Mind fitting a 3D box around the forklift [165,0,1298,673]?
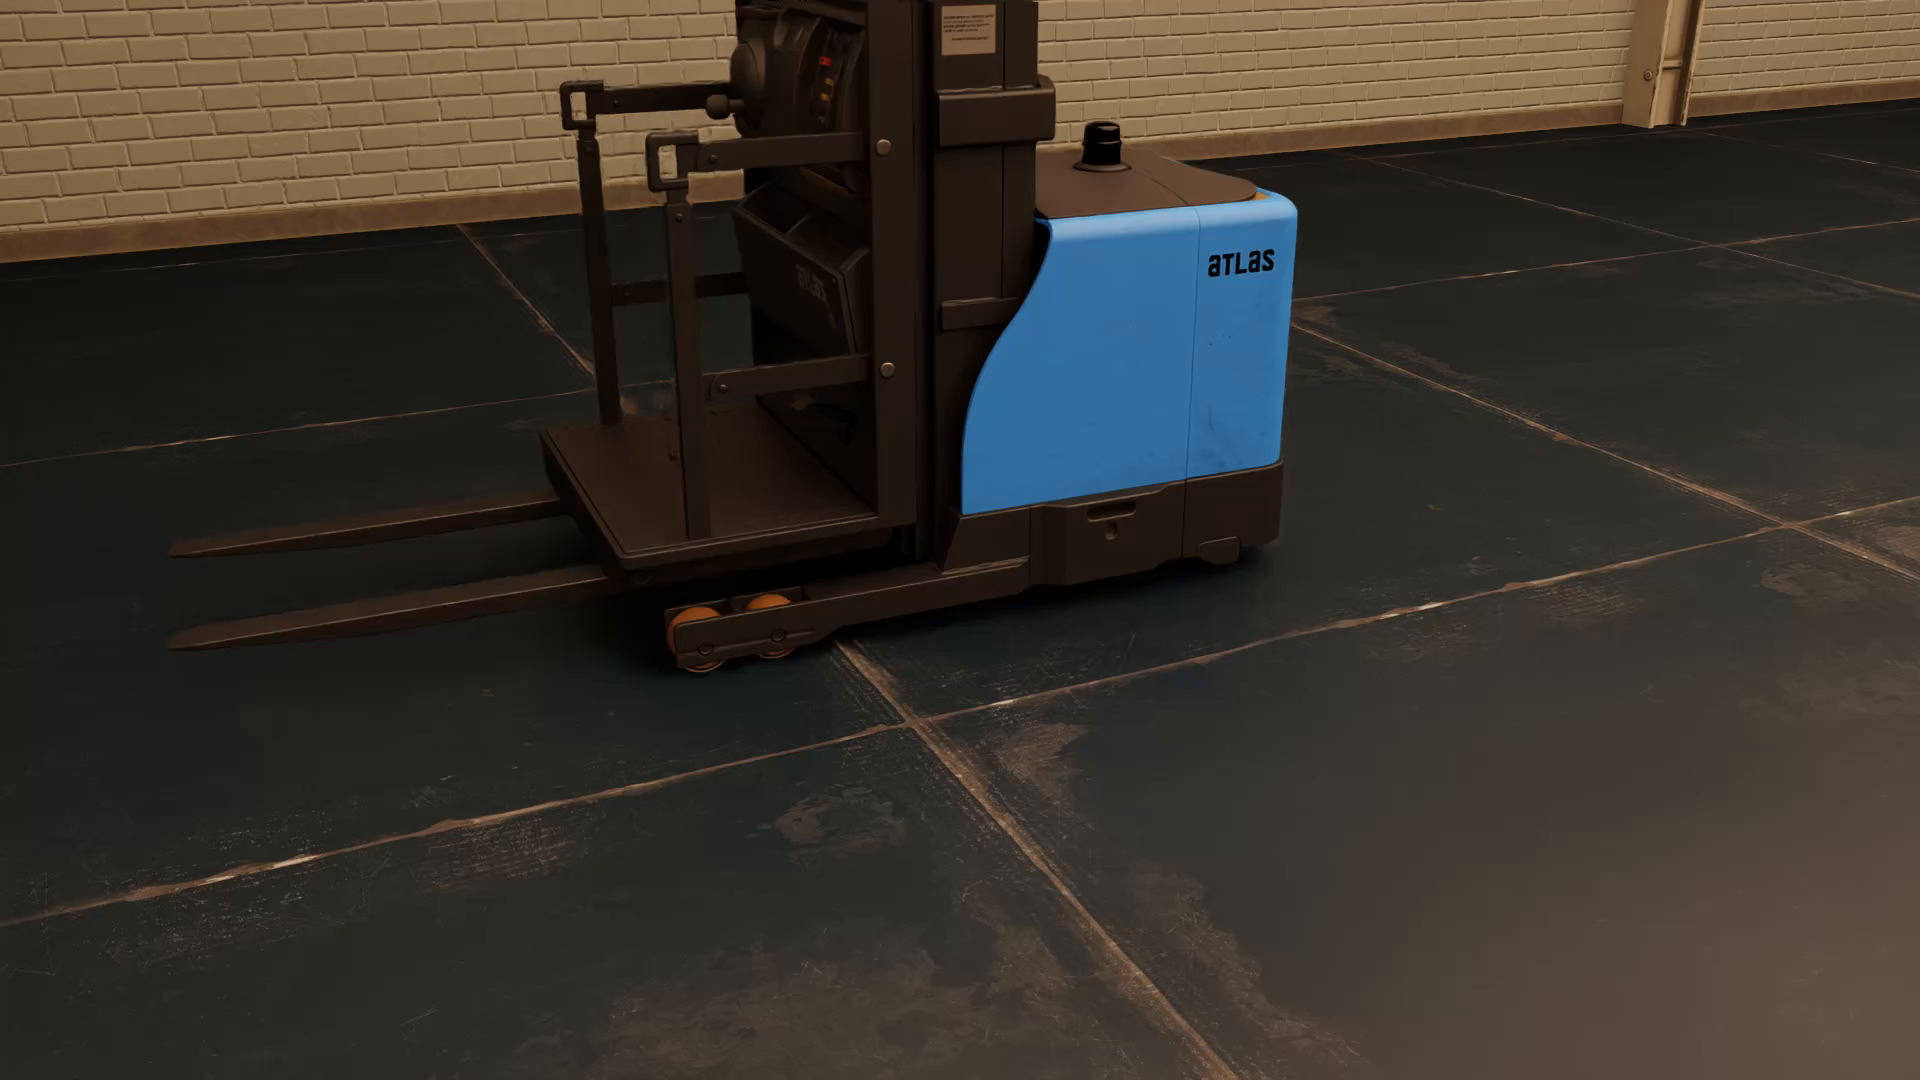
[{"bbox_3d":[-0.614,-1.242,4.275,3.031,2.935,1.130,-10,24,-22],"label":"forklift"}]
